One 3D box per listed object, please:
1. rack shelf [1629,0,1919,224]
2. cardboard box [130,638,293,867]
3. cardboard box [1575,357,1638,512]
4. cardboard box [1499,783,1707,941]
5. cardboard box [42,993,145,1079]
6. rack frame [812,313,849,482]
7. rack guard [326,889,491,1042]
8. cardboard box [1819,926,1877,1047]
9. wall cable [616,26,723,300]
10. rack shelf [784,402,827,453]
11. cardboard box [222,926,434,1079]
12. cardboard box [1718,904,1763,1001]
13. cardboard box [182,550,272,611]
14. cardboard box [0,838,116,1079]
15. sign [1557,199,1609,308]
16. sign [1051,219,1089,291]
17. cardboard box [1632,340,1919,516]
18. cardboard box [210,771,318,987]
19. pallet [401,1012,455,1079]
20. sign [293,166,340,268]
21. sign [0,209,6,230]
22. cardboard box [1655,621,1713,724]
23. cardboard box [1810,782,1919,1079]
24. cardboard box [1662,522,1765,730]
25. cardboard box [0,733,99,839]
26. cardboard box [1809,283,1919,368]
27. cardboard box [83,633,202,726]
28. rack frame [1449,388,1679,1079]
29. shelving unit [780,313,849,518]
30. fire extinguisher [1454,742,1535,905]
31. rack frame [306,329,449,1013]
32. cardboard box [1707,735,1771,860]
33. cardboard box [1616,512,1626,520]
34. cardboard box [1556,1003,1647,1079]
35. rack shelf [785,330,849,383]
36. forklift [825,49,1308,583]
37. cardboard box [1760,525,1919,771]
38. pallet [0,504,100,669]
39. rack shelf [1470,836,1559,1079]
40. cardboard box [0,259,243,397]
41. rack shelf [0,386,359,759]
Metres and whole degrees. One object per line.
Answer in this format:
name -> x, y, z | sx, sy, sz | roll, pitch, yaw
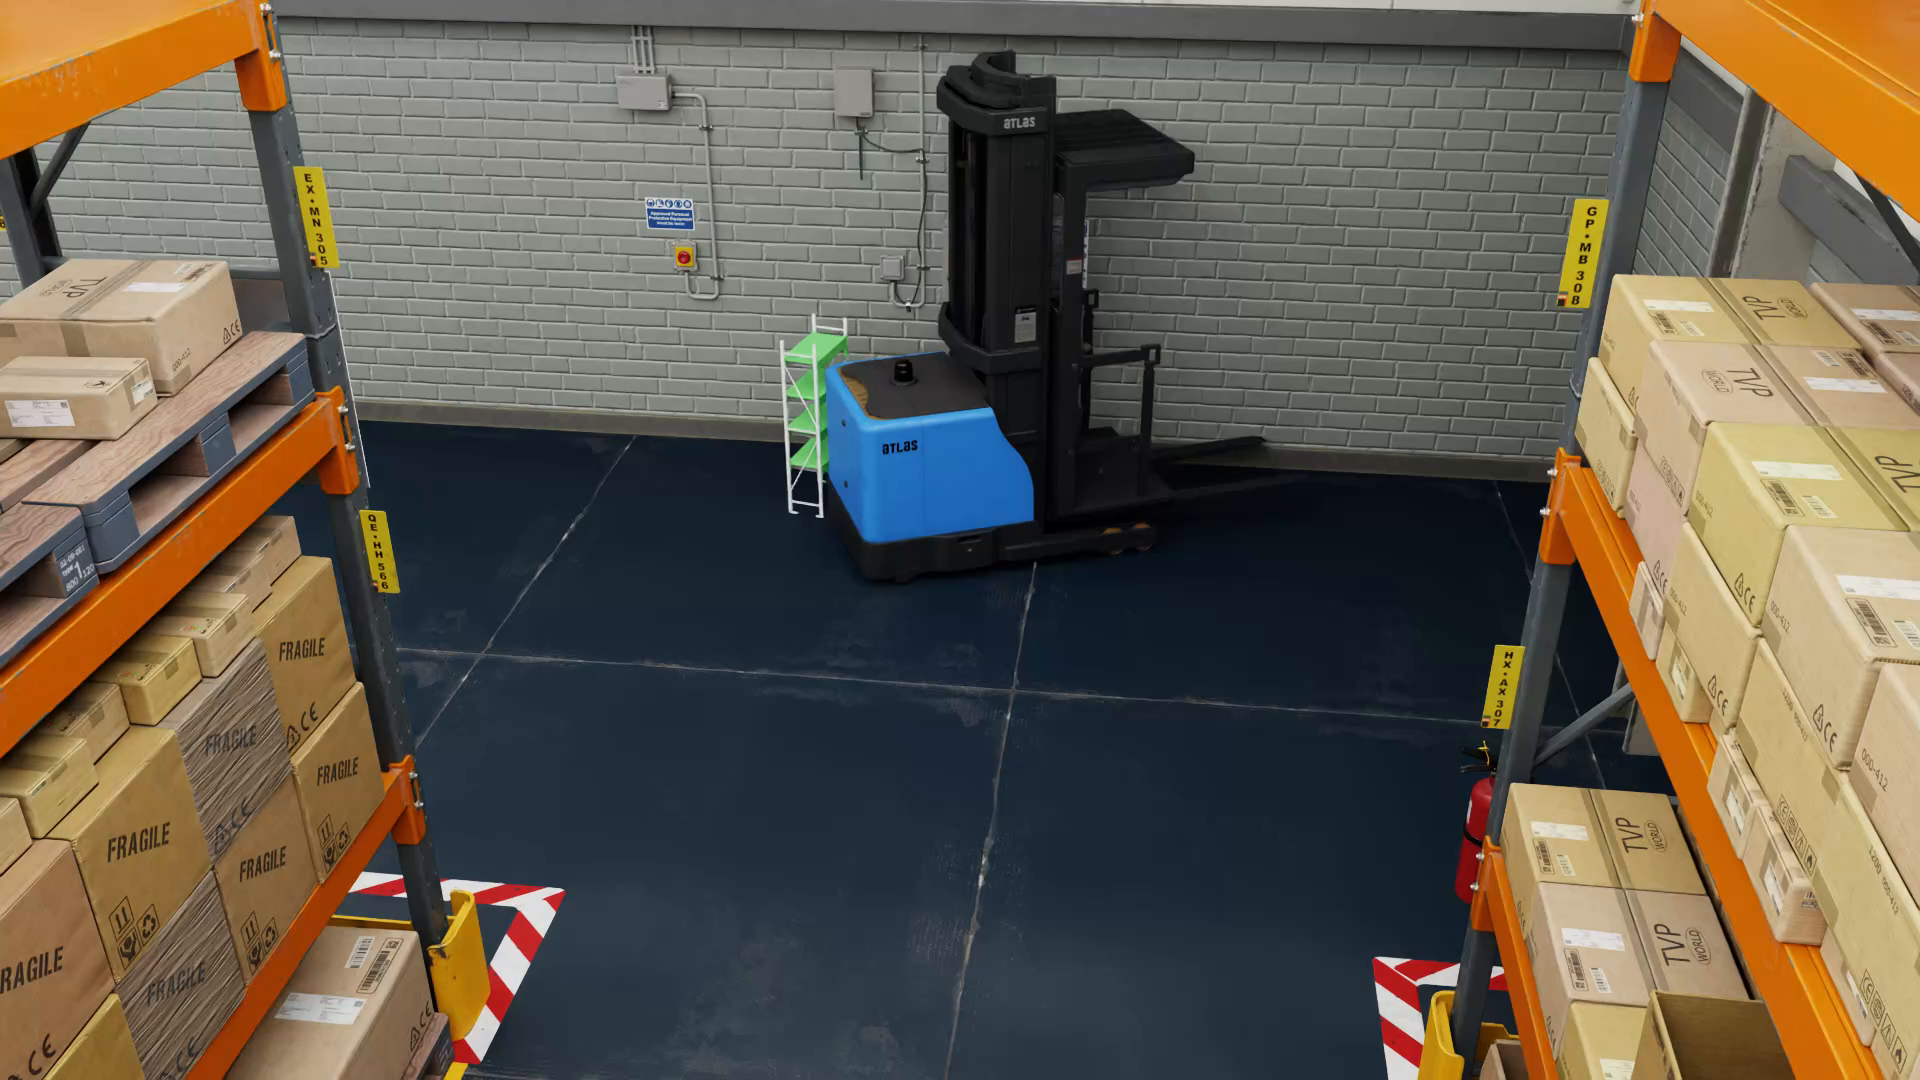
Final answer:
rack shelf -> 2.108, -0.476, 2.700 | 1.077, 0.370, 4.000 | 3, 28, 6
cardboard box -> -2.431, 0.623, 5.063 | 0.500, 0.500, 0.500 | 3, 29, 6
cardboard box -> 2.027, -0.287, 4.594 | 0.500, 0.250, 0.500 | 3, 28, 6
cardboard box -> 2.030, 1.039, 5.296 | 0.500, 0.250, 0.500 | 4, 29, 6
cardboard box -> -2.550, 1.539, 4.417 | 0.500, 0.500, 0.500 | 4, 29, 8
rack frame -> -0.839, -0.911, 10.965 | 0.240, 1.200, 0.015 | 10, 30, 17
rack guard -> -2.571, 1.708, 6.845 | 1.175, 0.500, 0.348 | 3, 28, 6
cardboard box -> 1.810, 0.793, 3.010 | 0.380, 0.149, 0.250 | 4, 29, 7
wall cable -> -1.906, -2.498, 10.912 | 0.585, 1.953, 0.123 | 3, 28, 6
rack shelf -> -0.921, -0.745, 10.793 | 0.258, 0.148, 0.480 | 10, 30, 17
cardboard box -> -2.555, 1.878, 6.151 | 0.875, 0.438, 0.875 | 2, 28, 4
cardboard box -> 2.496, 1.315, 4.783 | 0.500, 0.250, 0.500 | 3, 29, 6
cardboard box -> -2.426, 0.151, 5.256 | 0.380, 0.149, 0.250 | 4, 29, 7
cardboard box -> -2.559, 1.092, 4.192 | 0.500, 0.500, 0.500 | 3, 28, 6
sign -> 1.815, -0.831, 4.838 | 0.100, 0.325, 0.005 | 3, 28, 6
sign -> 0.677, -1.873, 10.956 | 0.329, 0.494, 0.001 | 3, 28, 6
cardboard box -> 1.968, -0.267, 4.031 | 0.500, 0.250, 0.500 | 3, 28, 6
cardboard box -> -2.446, 1.053, 5.320 | 0.500, 0.500, 0.500 | 3, 28, 5
pallet -> -2.594, 2.227, 6.185 | 1.003, 0.211, 1.213 | 3, 28, 6
sign -> -2.037, -1.019, 5.257 | 0.100, 0.325, 0.005 | 3, 28, 6
sign -> -3.124, -1.156, 5.358 | 0.100, 0.325, 0.005 | 3, 28, 6
cardboard box -> 1.871, 0.312, 3.903 | 0.380, 0.149, 0.250 | 3, 28, 6
cardboard box -> 1.801, 0.676, 2.807 | 0.500, 0.250, 0.500 | 4, 29, 7
cardboard box -> 1.911, 0.194, 3.702 | 0.500, 0.250, 0.500 | 3, 28, 5
cardboard box -> -2.521, 0.633, 4.360 | 0.380, 0.149, 0.250 | 4, 29, 7
cardboard box -> 2.576, -0.475, 4.415 | 0.500, 0.250, 0.500 | 3, 28, 5
cardboard box -> -2.446, 0.393, 4.806 | 0.380, 0.149, 0.250 | 4, 29, 7
rack frame -> 2.353, 0.906, 5.699 | 1.000, 3.000, 0.127 | 3, 28, 6
shelving unit -> -0.920, -0.801, 10.762 | 0.258, 1.200, 0.503 | 10, 30, 17
fire extinguisher -> 1.912, 1.008, 5.984 | 0.296, 0.674, 0.183 | 3, 28, 6
rack frame -> -2.574, 0.619, 6.231 | 1.000, 3.000, 0.127 | 3, 28, 6
cardboard box -> 1.799, 0.548, 3.464 | 0.380, 0.149, 0.250 | 3, 29, 6
cardboard box -> 2.083, -0.168, 4.793 | 0.380, 0.149, 0.250 | 4, 29, 7
cardboard box -> 1.910, 1.515, 4.412 | 0.500, 0.250, 0.500 | 3, 28, 5
rack shelf -> -0.920, -1.167, 10.564 | 0.258, 0.148, 0.480 | 10, 30, 17
forklift -> 0.726, -1.431, 10.108 | 3.031, 2.935, 1.130 | -9, 29, -15
cardboard box -> 1.868, 0.210, 3.144 | 0.500, 0.250, 0.500 | 4, 29, 8
pallet -> -2.801, 0.263, 3.822 | 1.003, 0.211, 1.213 | 3, 28, 6
rack shelf -> 2.108, 2.164, 4.122 | 1.077, 0.370, 4.000 | 3, 28, 6
cardboard box -> -2.539, -0.648, 5.029 | 0.500, 0.250, 0.500 | 1, 28, 2
rack shelf -> -2.819, 0.556, 3.942 | 1.077, 0.370, 4.000 | 3, 28, 6
